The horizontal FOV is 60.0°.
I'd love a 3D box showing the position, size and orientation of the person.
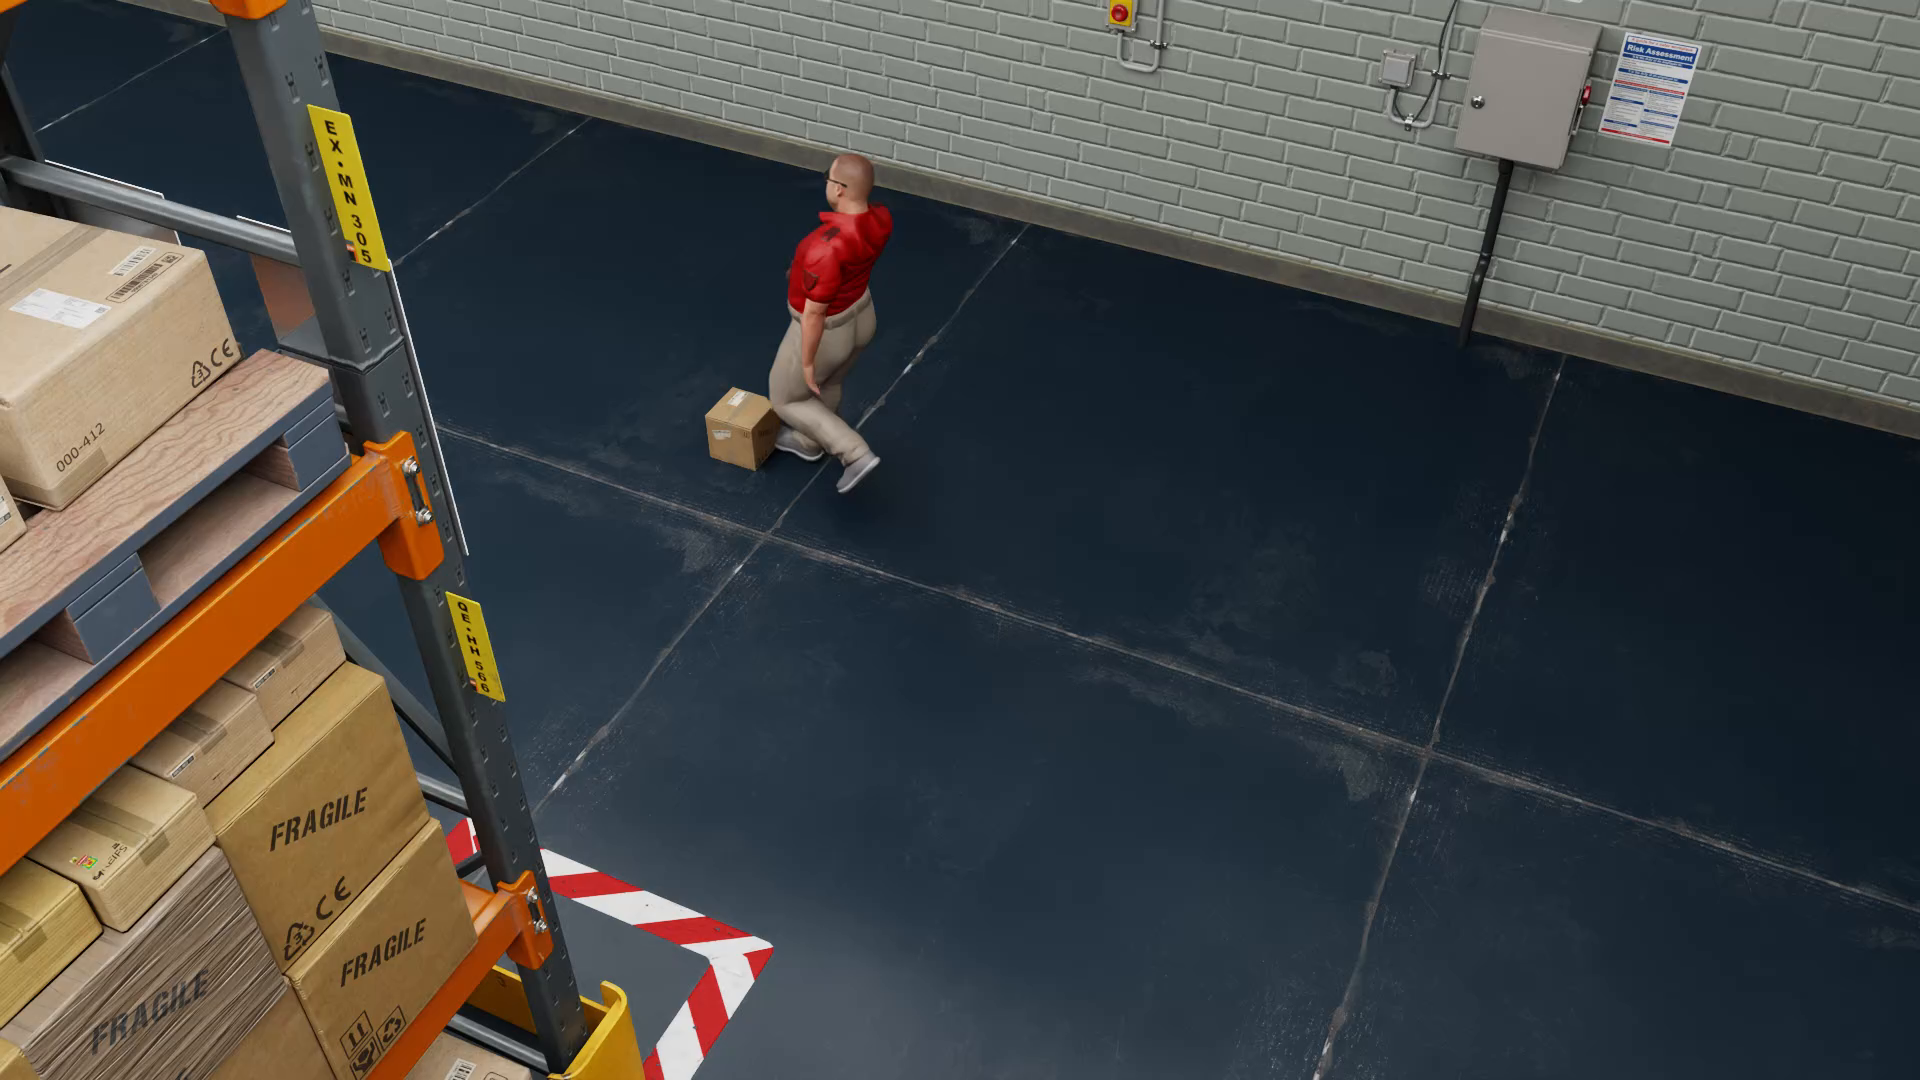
[{"bbox_3d":[-0.636,-0.955,7.255,0.775,1.678,0.605,24,47,25],"label":"person"}]
